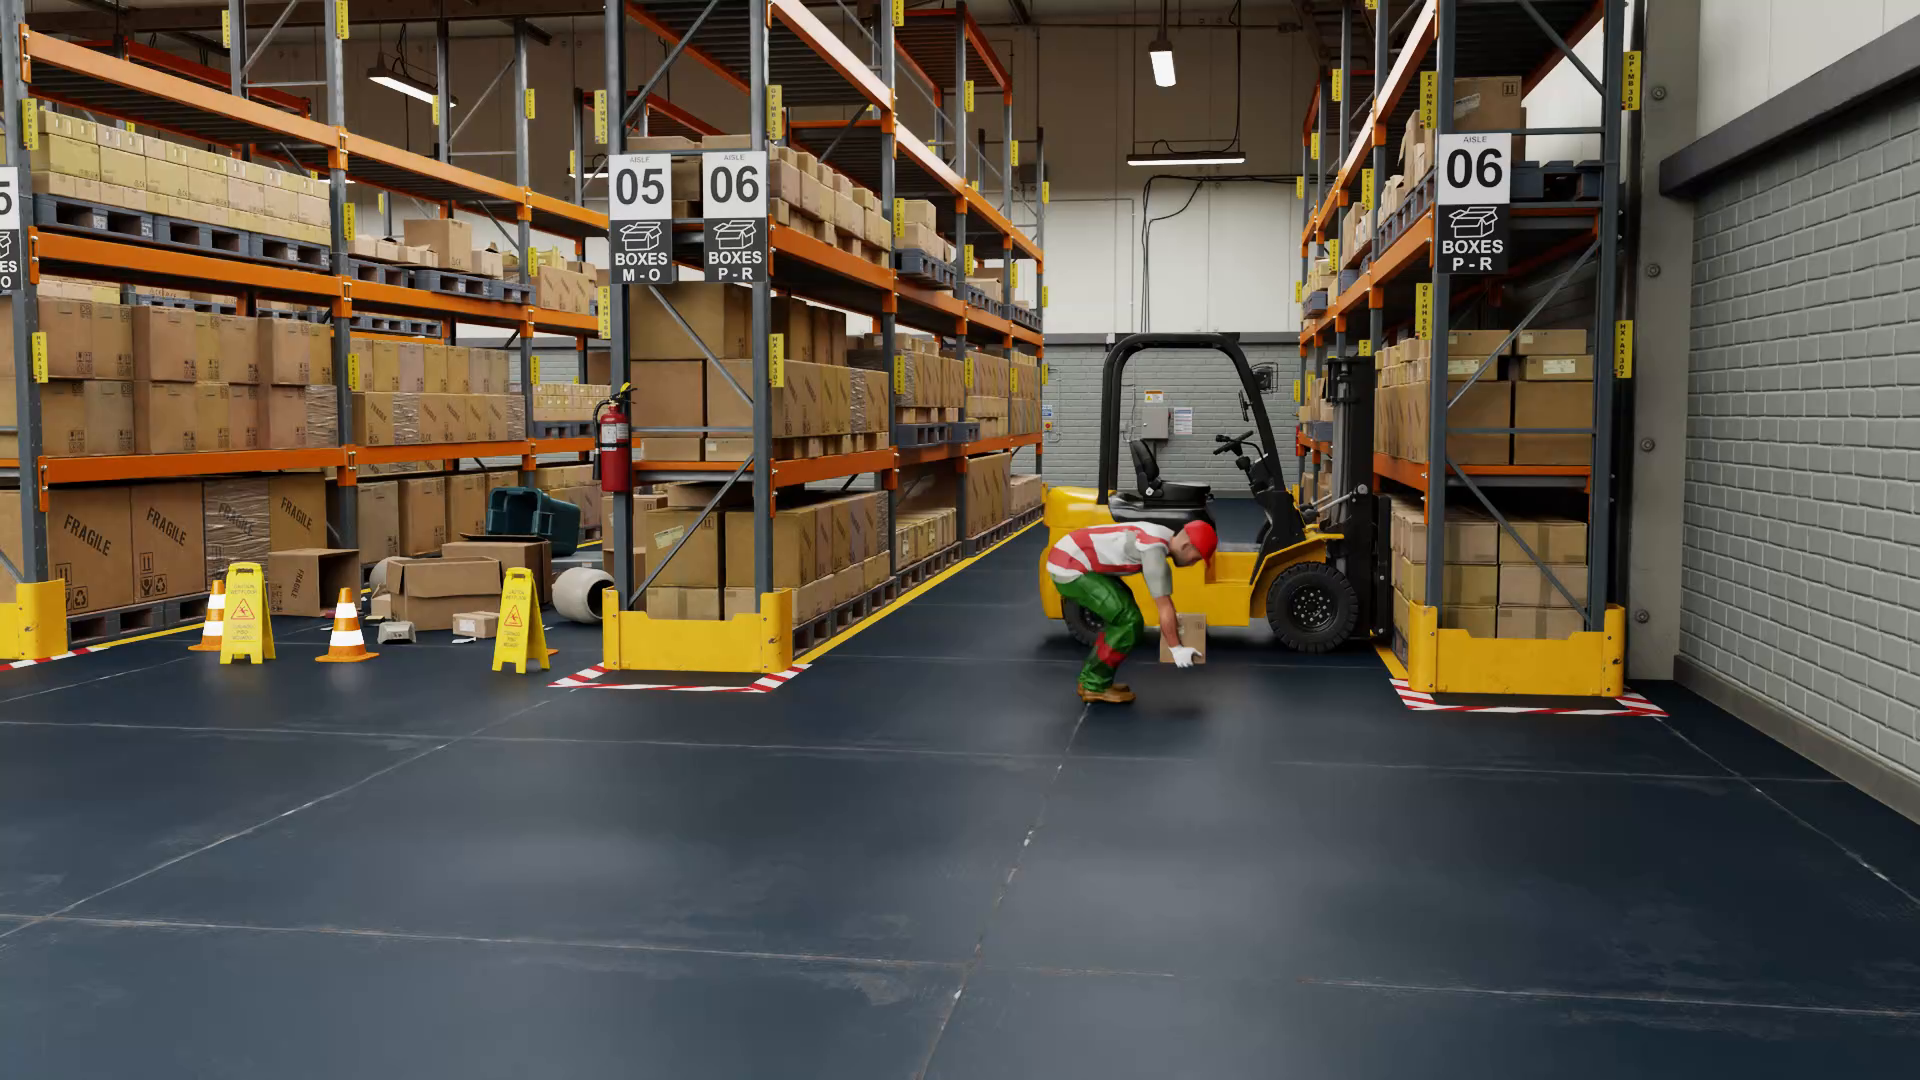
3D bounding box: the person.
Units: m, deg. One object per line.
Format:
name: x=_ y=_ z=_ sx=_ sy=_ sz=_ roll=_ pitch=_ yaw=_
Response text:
person: x=0.961 y=0.394 z=9.346 sx=0.958 sy=1.013 sz=0.530 roll=0 pitch=4 yaw=6
